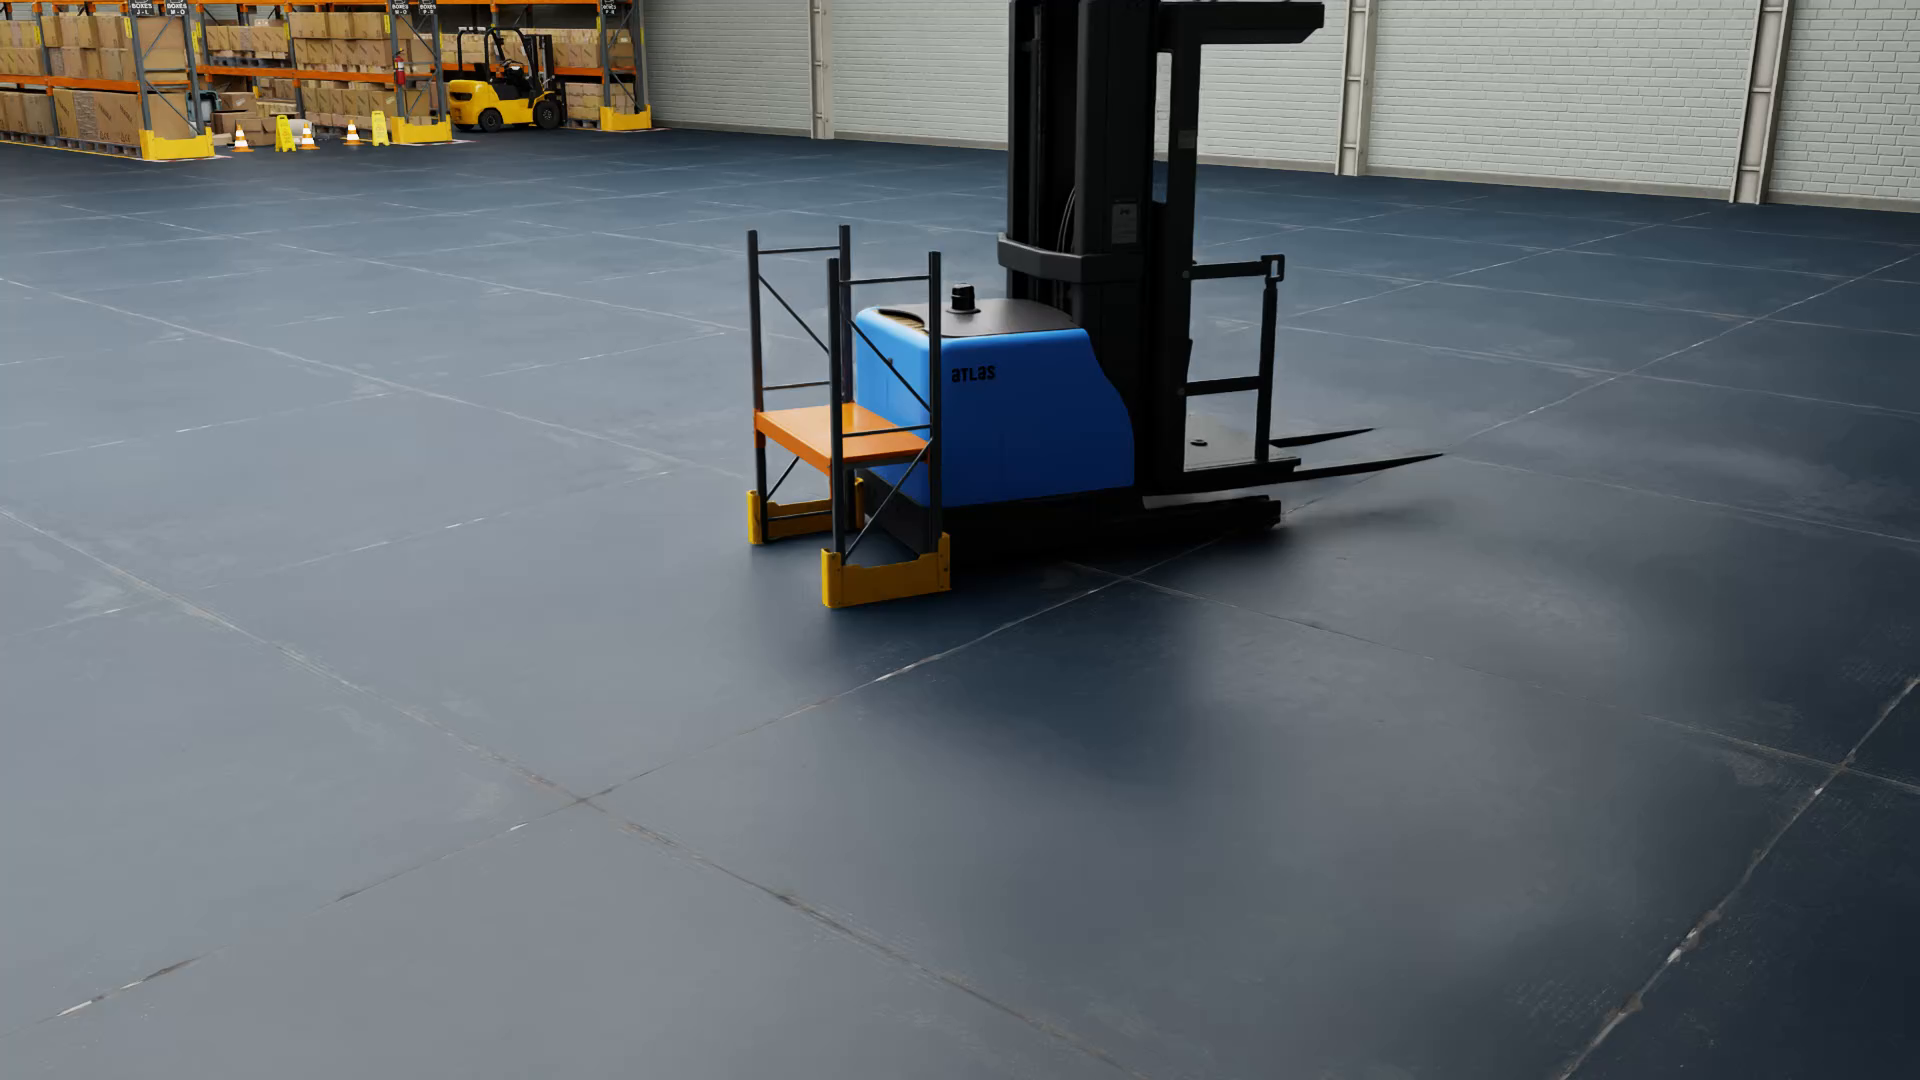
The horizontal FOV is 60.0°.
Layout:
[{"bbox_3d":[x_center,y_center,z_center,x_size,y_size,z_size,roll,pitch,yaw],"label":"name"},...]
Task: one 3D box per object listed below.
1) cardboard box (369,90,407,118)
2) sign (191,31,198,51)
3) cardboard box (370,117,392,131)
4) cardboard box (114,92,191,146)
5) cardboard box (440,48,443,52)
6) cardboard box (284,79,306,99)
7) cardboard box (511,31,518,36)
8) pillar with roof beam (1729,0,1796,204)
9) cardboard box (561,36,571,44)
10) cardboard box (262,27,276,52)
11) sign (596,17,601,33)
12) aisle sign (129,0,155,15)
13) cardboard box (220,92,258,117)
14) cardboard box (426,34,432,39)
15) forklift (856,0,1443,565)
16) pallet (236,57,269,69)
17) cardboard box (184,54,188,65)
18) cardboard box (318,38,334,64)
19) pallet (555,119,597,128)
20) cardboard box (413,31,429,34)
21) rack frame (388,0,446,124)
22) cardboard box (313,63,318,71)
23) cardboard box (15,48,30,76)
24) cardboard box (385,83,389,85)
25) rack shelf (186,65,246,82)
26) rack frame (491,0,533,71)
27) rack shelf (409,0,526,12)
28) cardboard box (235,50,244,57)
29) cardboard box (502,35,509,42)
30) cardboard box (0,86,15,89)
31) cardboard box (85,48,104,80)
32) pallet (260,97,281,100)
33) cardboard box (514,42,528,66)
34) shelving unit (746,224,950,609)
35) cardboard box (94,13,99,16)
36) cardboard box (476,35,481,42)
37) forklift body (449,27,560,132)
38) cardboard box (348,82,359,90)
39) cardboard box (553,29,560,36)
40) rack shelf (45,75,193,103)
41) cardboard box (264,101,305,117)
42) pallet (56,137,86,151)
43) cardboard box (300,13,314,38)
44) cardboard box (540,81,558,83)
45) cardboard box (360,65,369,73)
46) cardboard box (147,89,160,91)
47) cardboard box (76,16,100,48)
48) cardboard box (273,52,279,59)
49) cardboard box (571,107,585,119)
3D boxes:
[{"bbox_3d":[-11.421,-8.705,33.193,0.500,0.500,0.500,15,23,40],"label":"cardboard box"},{"bbox_3d":[-13.486,-8.791,29.290,0.005,0.325,0.100,15,23,39],"label":"sign"},{"bbox_3d":[-11.450,-8.352,33.321,0.500,0.250,0.500,15,23,39],"label":"cardboard box"},{"bbox_3d":[-14.410,-7.524,29.680,0.875,0.875,0.875,15,23,40],"label":"cardboard box"},{"bbox_3d":[-12.417,-11.899,40.066,0.500,0.250,0.500,14,23,38],"label":"cardboard box"},{"bbox_3d":[-17.987,-12.248,45.183,0.500,0.500,0.500,16,23,40],"label":"cardboard box"},{"bbox_3d":[-10.040,-11.622,38.045,0.250,0.149,0.380,15,23,40],"label":"cardboard box"},{"bbox_3d":[7.814,-7.890,18.097,0.400,9.000,9.100,15,23,39],"label":"pillar with roof beam"},{"bbox_3d":[-8.575,-11.049,36.729,0.250,0.149,0.380,14,22,38],"label":"cardboard box"},{"bbox_3d":[-14.510,-10.689,35.482,0.500,0.500,0.500,15,23,40],"label":"cardboard box"},{"bbox_3d":[-7.727,-11.025,35.585,0.005,0.325,0.100,15,23,39],"label":"sign"},{"bbox_3d":[-14.005,-9.373,28.389,0.004,0.787,0.394,15,23,39],"label":"aisle sign"},{"bbox_3d":[-14.799,-8.920,34.140,0.500,0.500,0.500,15,23,39],"label":"cardboard box"},{"bbox_3d":[-12.684,-12.164,40.242,0.250,0.149,0.380,15,23,40],"label":"cardboard box"},{"bbox_3d":[1.042,-1.555,8.165,3.031,2.935,1.130,-7,19,-22],"label":"forklift"},{"bbox_3d":[-15.124,-10.483,36.501,1.213,0.211,1.003,15,23,39],"label":"pallet"},{"bbox_3d":[-17.575,-11.033,38.164,0.500,0.250,0.500,16,23,40],"label":"cardboard box"},{"bbox_3d":[-12.738,-9.998,33.999,0.500,0.500,0.500,15,23,39],"label":"cardboard box"},{"bbox_3d":[-8.865,-9.540,37.822,1.213,0.211,1.003,15,23,39],"label":"pallet"},{"bbox_3d":[-13.621,-12.473,41.594,0.500,0.500,0.500,16,24,42],"label":"cardboard box"},{"bbox_3d":[-10.649,-9.356,32.633,0.127,3.000,1.000,15,23,39],"label":"rack frame"},{"bbox_3d":[-13.175,-9.818,34.505,0.250,0.149,0.380,15,23,39],"label":"cardboard box"},{"bbox_3d":[-17.796,-9.212,32.015,0.500,0.500,0.500,15,23,39],"label":"cardboard box"},{"bbox_3d":[-14.270,-11.556,41.933,0.250,0.149,0.380,14,22,37],"label":"cardboard box"},{"bbox_3d":[-18.128,-11.021,39.069,4.000,0.370,1.077,15,23,39],"label":"rack shelf"},{"bbox_3d":[-10.348,-11.283,38.705,0.127,3.000,1.000,15,23,39],"label":"rack frame"},{"bbox_3d":[-11.844,-12.771,39.626,4.000,0.370,1.077,15,23,39],"label":"rack shelf"},{"bbox_3d":[-15.725,-10.715,36.637,0.380,0.149,0.250,-17,24,-42],"label":"cardboard box"},{"bbox_3d":[-10.285,-11.516,38.203,0.250,0.149,0.380,15,23,38],"label":"cardboard box"},{"bbox_3d":[-20.197,-9.381,34.912,0.500,0.250,0.500,14,22,37],"label":"cardboard box"},{"bbox_3d":[-15.351,-8.695,30.302,0.500,0.550,0.875,15,23,39],"label":"cardboard box"},{"bbox_3d":[-18.670,-12.188,46.167,1.213,0.211,1.003,15,23,39],"label":"pallet"},{"bbox_3d":[-9.789,-11.082,37.905,0.500,0.500,0.500,16,23,40],"label":"cardboard box"},{"bbox_3d":[-0.535,-0.602,7.528,0.587,1.500,1.083,-8,19,-24],"label":"shelving unit"},{"bbox_3d":[-20.980,-12.860,40.783,0.250,0.149,0.380,14,23,38],"label":"cardboard box"},{"bbox_3d":[-11.104,-11.767,38.992,0.250,0.149,0.380,15,23,39],"label":"cardboard box"},{"bbox_3d":[-9.986,-10.043,36.202,1.214,2.155,2.313,15,23,39],"label":"forklift body"},{"bbox_3d":[-12.122,-9.177,33.609,0.250,0.149,0.380,16,24,42],"label":"cardboard box"},{"bbox_3d":[-8.786,-11.236,36.829,0.250,0.149,0.380,16,23,40],"label":"cardboard box"},{"bbox_3d":[-15.355,-8.274,30.415,4.000,0.370,1.077,15,23,39],"label":"rack shelf"},{"bbox_3d":[-14.574,-9.355,36.281,0.950,0.372,0.625,-17,24,-42],"label":"cardboard box"},{"bbox_3d":[-16.334,-7.519,31.456,1.213,0.211,1.003,15,23,39],"label":"pallet"},{"bbox_3d":[-13.088,-10.580,34.181,0.500,0.500,0.700,15,23,40],"label":"cardboard box"},{"bbox_3d":[-9.439,-10.279,37.739,0.500,0.250,0.500,16,24,41],"label":"cardboard box"},{"bbox_3d":[-11.724,-9.390,33.156,0.250,0.149,0.380,16,23,40],"label":"cardboard box"},{"bbox_3d":[-19.107,-10.846,40.148,0.875,0.875,0.875,16,24,41],"label":"cardboard box"},{"bbox_3d":[-15.394,-9.195,30.093,0.500,0.550,0.875,15,23,39],"label":"cardboard box"},{"bbox_3d":[-14.394,-10.337,35.447,0.250,0.149,0.380,14,22,38],"label":"cardboard box"},{"bbox_3d":[-8.283,-9.494,36.920,0.500,0.250,0.500,15,23,39],"label":"cardboard box"}]
